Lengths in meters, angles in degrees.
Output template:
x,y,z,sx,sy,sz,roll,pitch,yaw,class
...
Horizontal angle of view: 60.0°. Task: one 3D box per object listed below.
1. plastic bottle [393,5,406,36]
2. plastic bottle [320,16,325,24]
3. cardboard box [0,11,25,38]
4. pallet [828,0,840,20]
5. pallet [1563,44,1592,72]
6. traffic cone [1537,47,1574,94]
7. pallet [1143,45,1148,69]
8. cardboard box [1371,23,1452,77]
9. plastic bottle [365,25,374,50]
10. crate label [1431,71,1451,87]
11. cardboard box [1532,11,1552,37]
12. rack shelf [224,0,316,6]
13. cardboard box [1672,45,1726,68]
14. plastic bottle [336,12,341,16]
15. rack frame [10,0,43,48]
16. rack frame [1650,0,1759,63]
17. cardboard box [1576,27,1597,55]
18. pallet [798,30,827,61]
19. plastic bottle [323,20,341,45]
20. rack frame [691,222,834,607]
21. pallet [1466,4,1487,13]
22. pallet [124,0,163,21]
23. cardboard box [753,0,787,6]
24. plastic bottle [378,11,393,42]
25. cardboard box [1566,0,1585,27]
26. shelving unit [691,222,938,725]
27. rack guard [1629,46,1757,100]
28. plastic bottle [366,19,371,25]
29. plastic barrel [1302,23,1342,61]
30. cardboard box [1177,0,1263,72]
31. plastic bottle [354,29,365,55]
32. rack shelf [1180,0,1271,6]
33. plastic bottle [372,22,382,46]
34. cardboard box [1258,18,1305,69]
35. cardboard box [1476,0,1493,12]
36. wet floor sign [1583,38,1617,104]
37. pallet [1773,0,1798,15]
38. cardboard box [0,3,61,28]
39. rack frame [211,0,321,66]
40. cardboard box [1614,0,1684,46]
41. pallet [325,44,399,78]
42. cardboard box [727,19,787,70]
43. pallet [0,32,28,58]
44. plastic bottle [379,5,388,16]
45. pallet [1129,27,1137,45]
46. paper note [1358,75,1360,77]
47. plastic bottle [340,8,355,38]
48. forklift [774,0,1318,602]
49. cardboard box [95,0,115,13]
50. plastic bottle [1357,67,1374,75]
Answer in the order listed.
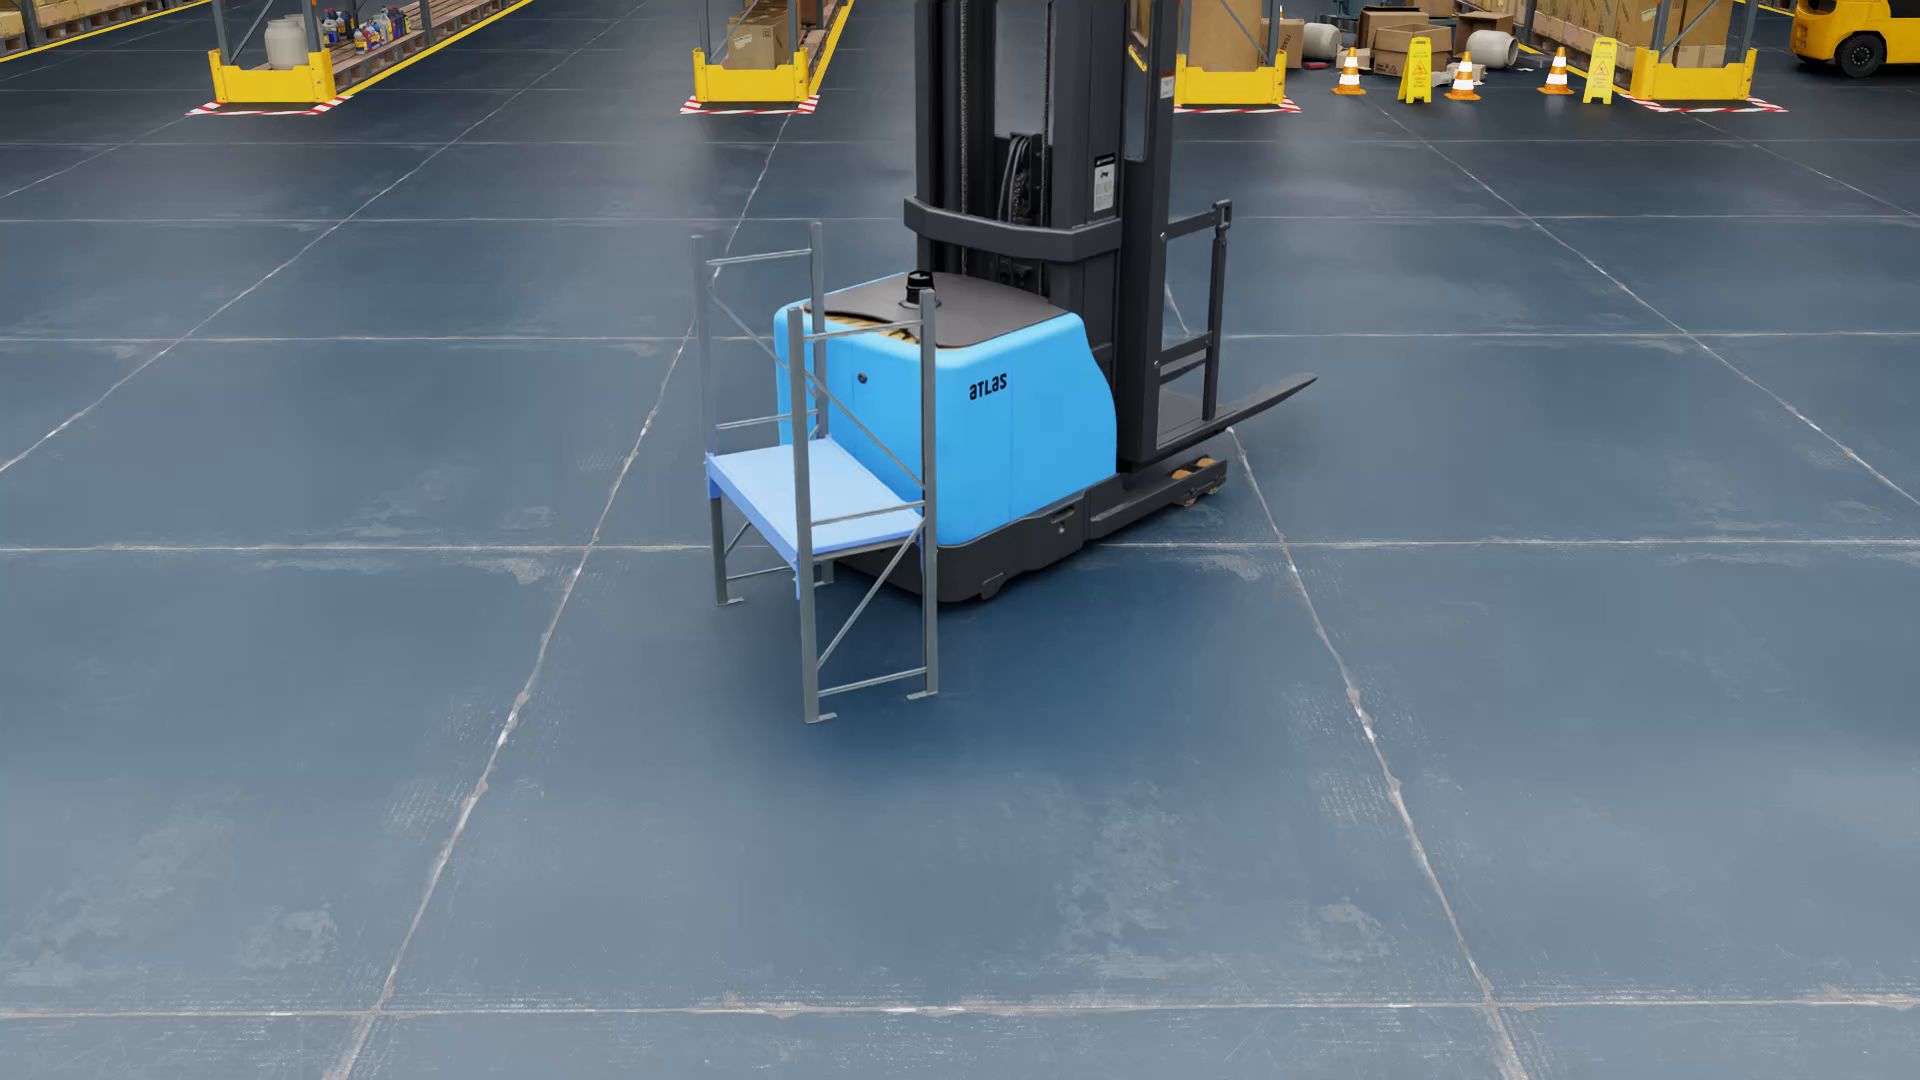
x,y,z,sx,sy,sz,roll,pitch,yaw,class
-6.884,-6.347,20.324,0.144,0.351,0.185,-1,24,-2,plastic bottle
-7.623,-6.100,19.859,0.061,0.283,0.133,1,24,2,plastic bottle
-11.909,-6.345,20.467,0.500,0.250,0.500,0,24,-1,cardboard box
-2.263,-7.696,24.009,1.003,0.211,1.213,0,24,-1,pallet
7.742,-5.633,19.449,1.003,0.211,1.213,0,24,-1,pallet
6.432,-5.052,17.858,0.336,0.463,0.334,0,24,-1,traffic cone
2.681,-5.532,19.226,1.003,0.211,1.213,0,24,-1,pallet
5.176,-5.611,19.046,0.797,0.503,0.637,-19,31,-36,cardboard box
-6.847,-5.816,19.247,0.097,0.271,0.097,0,24,0,plastic bottle
5.255,-5.082,18.320,0.250,0.136,0.298,-14,28,-28,crate label
7.419,-6.379,20.540,0.500,0.250,0.500,-1,24,-3,cardboard box
-7.157,-6.466,18.779,1.077,0.370,4.000,0,24,-1,rack shelf
7.994,-5.308,18.174,0.500,0.250,0.500,0,24,-1,cardboard box
-7.583,-6.311,20.334,0.152,0.276,0.135,1,24,1,plastic bottle
-12.132,-7.597,20.407,1.000,3.000,0.127,0,24,-1,rack frame
7.727,-6.036,16.956,1.000,3.000,0.127,0,24,-1,rack frame
7.440,-5.736,19.119,0.500,0.250,0.500,-1,24,-2,cardboard box
-2.184,-6.093,20.465,1.003,0.211,1.213,0,24,-1,pallet
-7.431,-6.001,19.649,0.152,0.276,0.135,0,24,-1,plastic bottle
-0.750,-0.464,6.455,0.500,1.500,0.032,-11,27,-23,rack frame
7.657,-7.239,22.999,1.003,0.211,1.213,0,24,-1,pallet
-12.206,-7.635,23.875,1.003,0.211,1.213,0,24,-1,pallet
-2.163,-6.036,19.479,0.500,0.500,0.500,-2,24,-5,cardboard box
-6.878,-6.135,19.855,0.144,0.351,0.185,0,24,-1,plastic bottle
7.441,-6.286,19.426,0.500,0.500,0.500,1,24,2,cardboard box
-0.532,-0.275,6.037,0.538,1.500,1.048,-11,27,-23,shelving unit
7.726,-4.928,17.540,1.175,0.500,0.348,0,24,-1,rack guard
-6.987,-6.036,19.719,0.061,0.283,0.133,0,24,-1,plastic bottle
4.281,-5.986,19.972,0.512,0.421,0.421,19,30,35,plastic barrel
2.704,-5.475,17.783,0.875,0.875,0.875,0,24,0,cardboard box
-6.844,-5.675,18.935,0.097,0.271,0.097,0,24,0,plastic bottle
2.756,-6.469,18.785,1.077,0.370,4.000,0,24,-1,rack shelf
-6.851,-5.941,19.523,0.097,0.271,0.097,0,24,0,plastic bottle
3.777,-5.848,19.570,0.500,0.500,0.500,4,25,9,cardboard box
7.654,-7.477,22.822,0.950,0.372,0.625,1,24,1,cardboard box
6.659,-4.880,17.258,0.267,0.644,0.232,8,26,18,wet floor sign
12.573,-7.747,24.122,1.003,0.211,1.213,0,24,-1,pallet
-11.889,-6.703,21.257,0.500,0.250,0.500,-1,24,-2,cardboard box
-7.136,-5.969,16.808,1.000,3.000,0.127,0,24,-1,rack frame
7.457,-5.645,18.009,0.500,0.500,0.500,0,24,0,cardboard box
-7.197,-5.566,19.301,1.003,0.211,1.213,0,24,-1,pallet
-2.173,-5.301,17.855,0.500,0.500,0.500,4,25,9,cardboard box
-12.166,-5.998,20.257,1.003,0.211,1.213,0,24,-1,pallet
-7.028,-6.346,20.323,0.144,0.351,0.185,0,24,-1,plastic bottle
2.650,-6.668,21.736,1.003,0.211,1.213,0,24,-1,pallet
4.459,-5.255,18.835,0.144,0.017,0.142,8,26,18,paper note
-7.441,-6.277,20.170,0.144,0.351,0.185,0,24,-1,plastic bottle
0.591,-1.614,7.261,1.130,2.935,3.031,20,31,38,forklift
-11.906,-7.336,22.658,0.500,0.250,0.500,0,24,0,cardboard box
4.619,-5.398,19.110,0.133,0.061,0.283,-9,26,-19,plastic bottle
